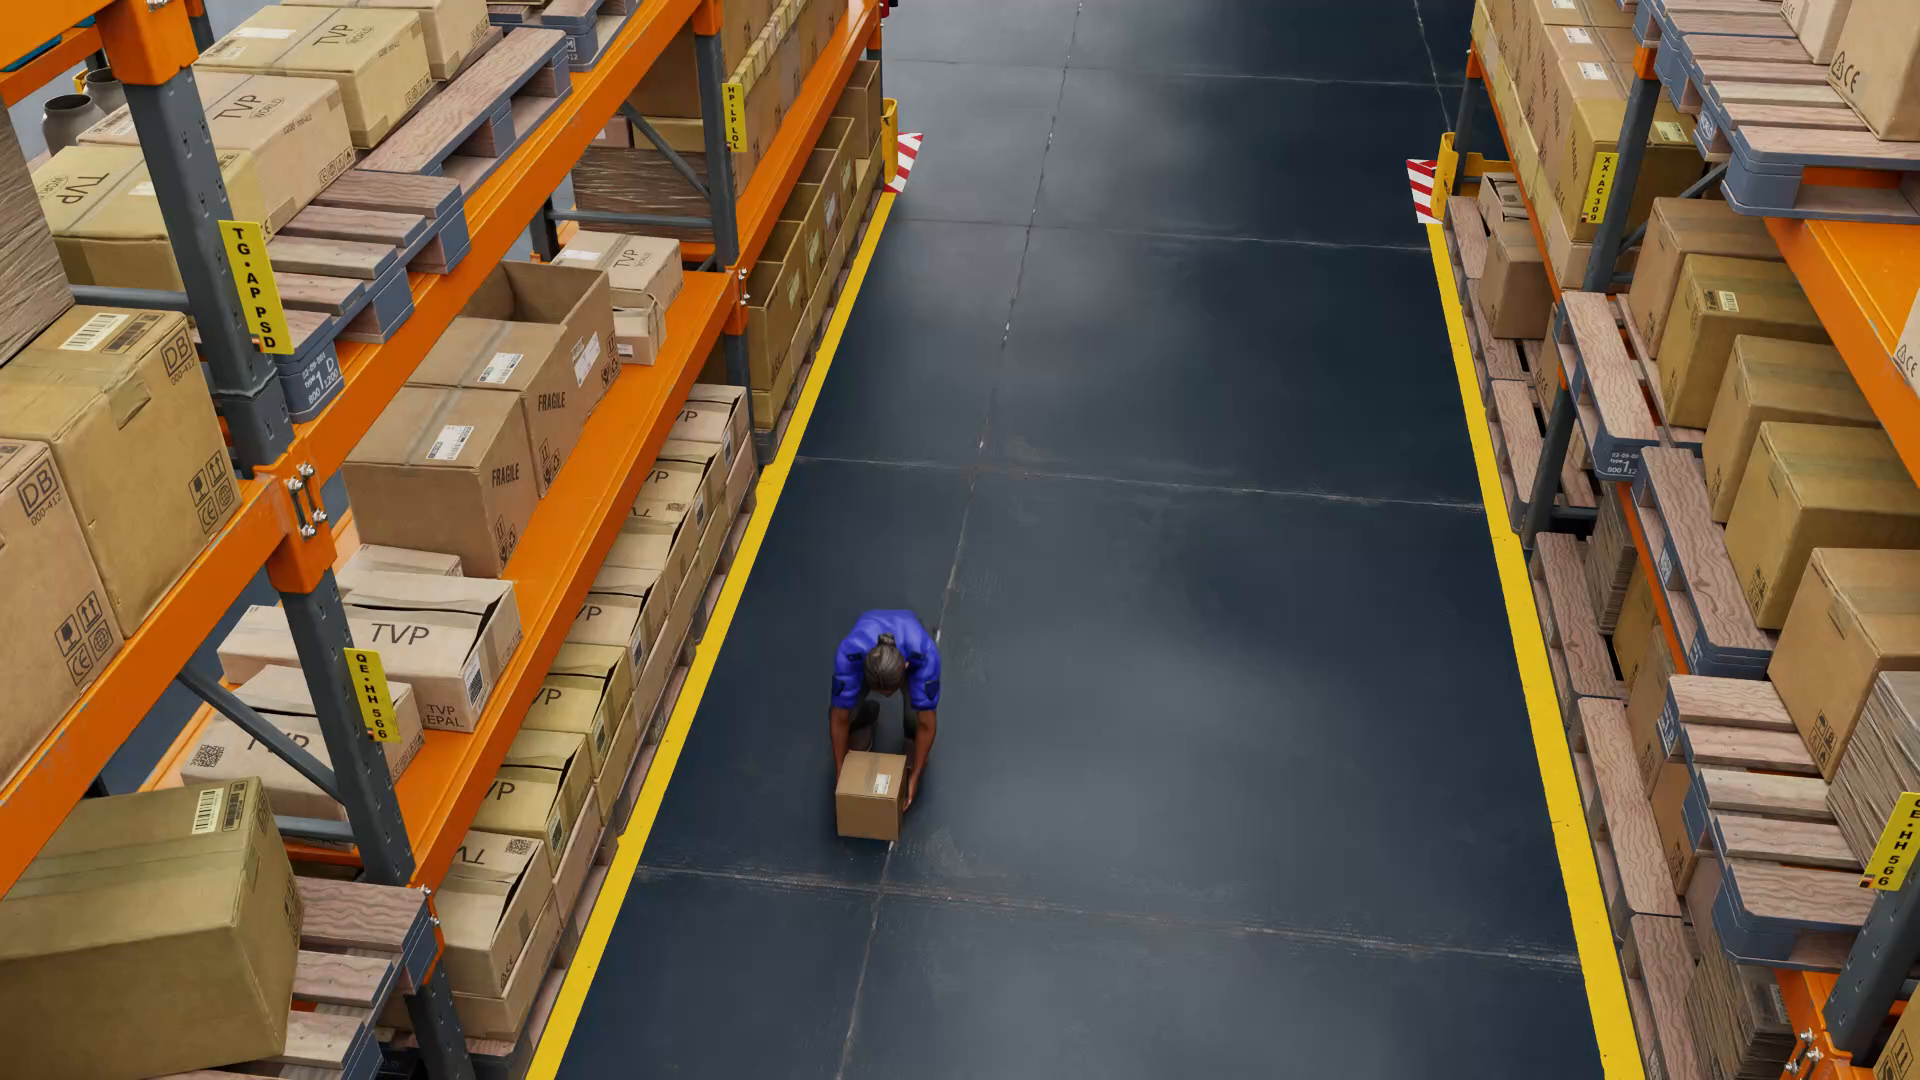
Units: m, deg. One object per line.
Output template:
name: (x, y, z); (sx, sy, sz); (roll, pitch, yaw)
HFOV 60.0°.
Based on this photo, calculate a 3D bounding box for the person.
person: (-0.302, 0.600, 6.908); (0.482, 0.861, 0.816); (5, 37, 7)
